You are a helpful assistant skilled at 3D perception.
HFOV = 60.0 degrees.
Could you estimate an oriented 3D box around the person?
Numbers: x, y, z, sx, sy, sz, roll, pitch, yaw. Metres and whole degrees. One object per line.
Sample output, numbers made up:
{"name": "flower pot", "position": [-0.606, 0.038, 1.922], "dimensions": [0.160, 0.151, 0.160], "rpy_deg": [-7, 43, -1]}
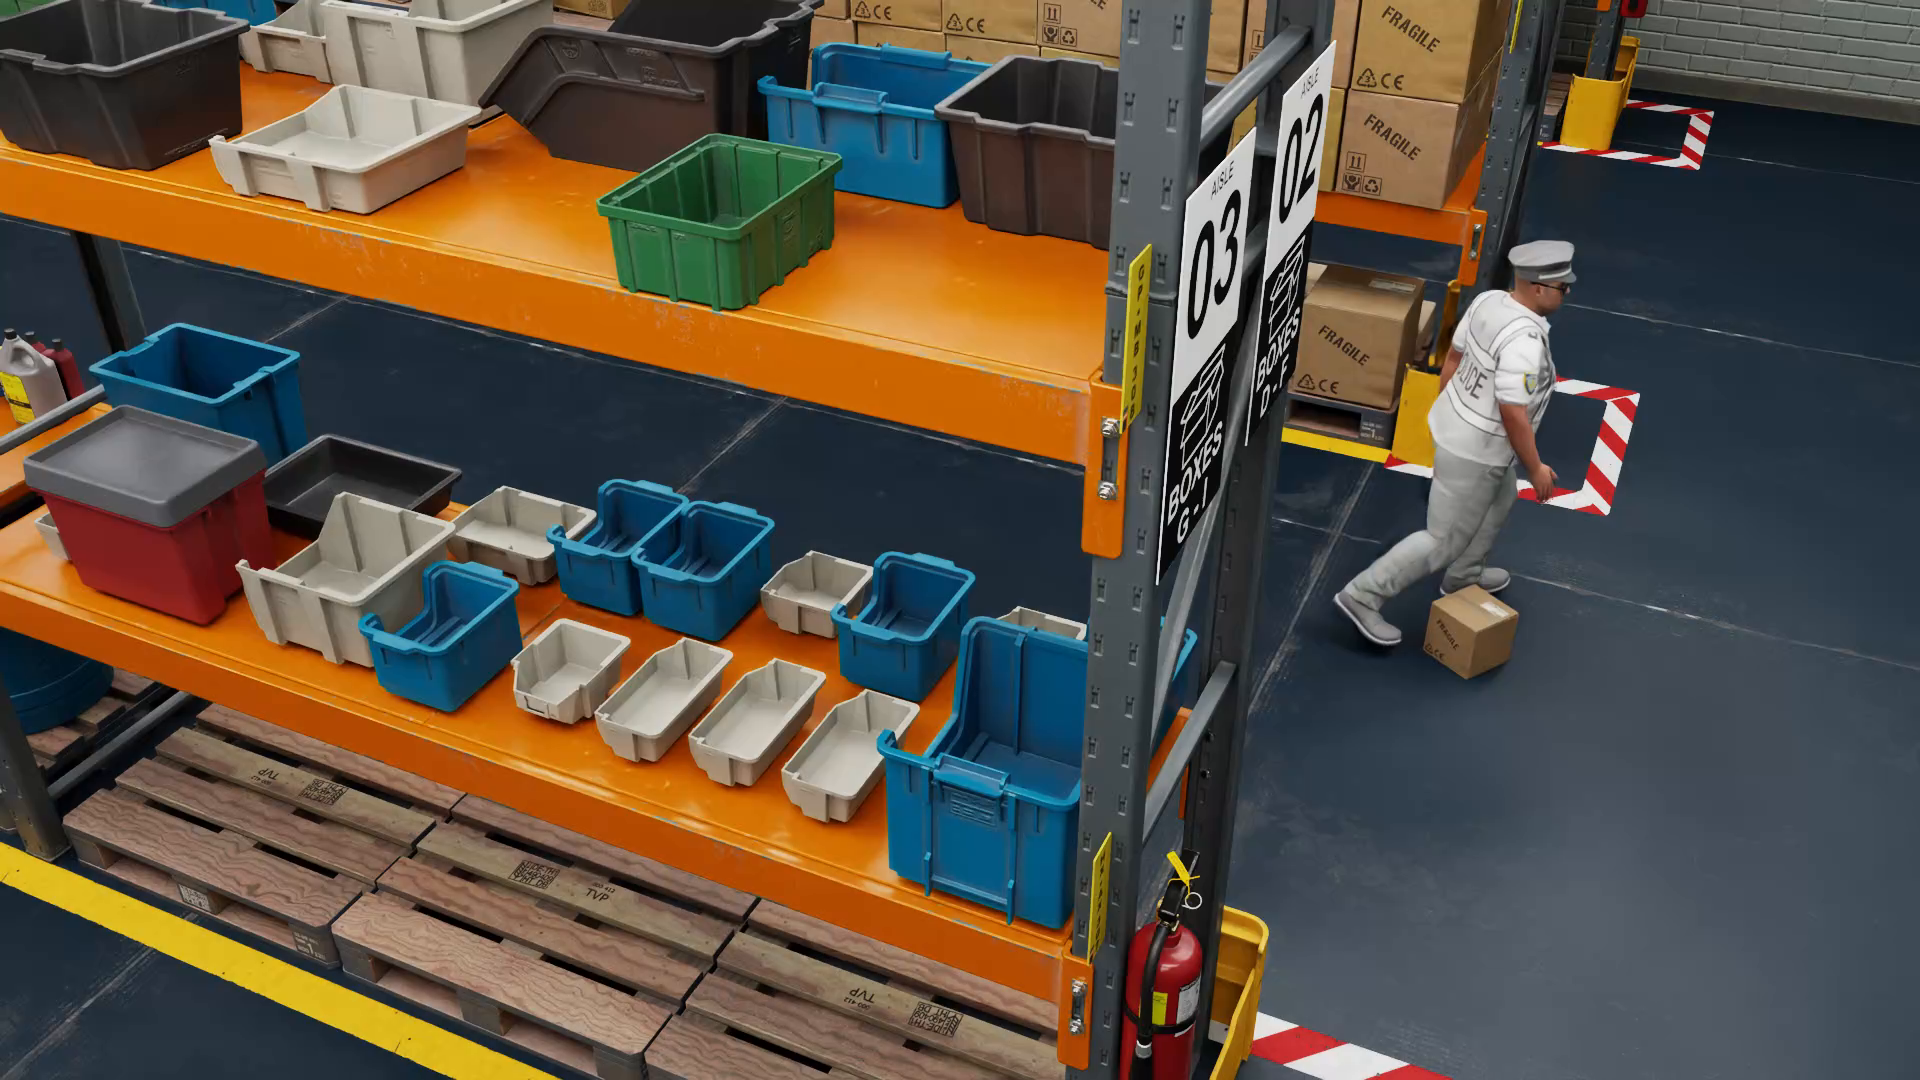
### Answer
{"name": "person", "position": [2.002, -0.401, 6.747], "dimensions": [0.831, 1.697, 0.637], "rpy_deg": [2, 34, 3]}
